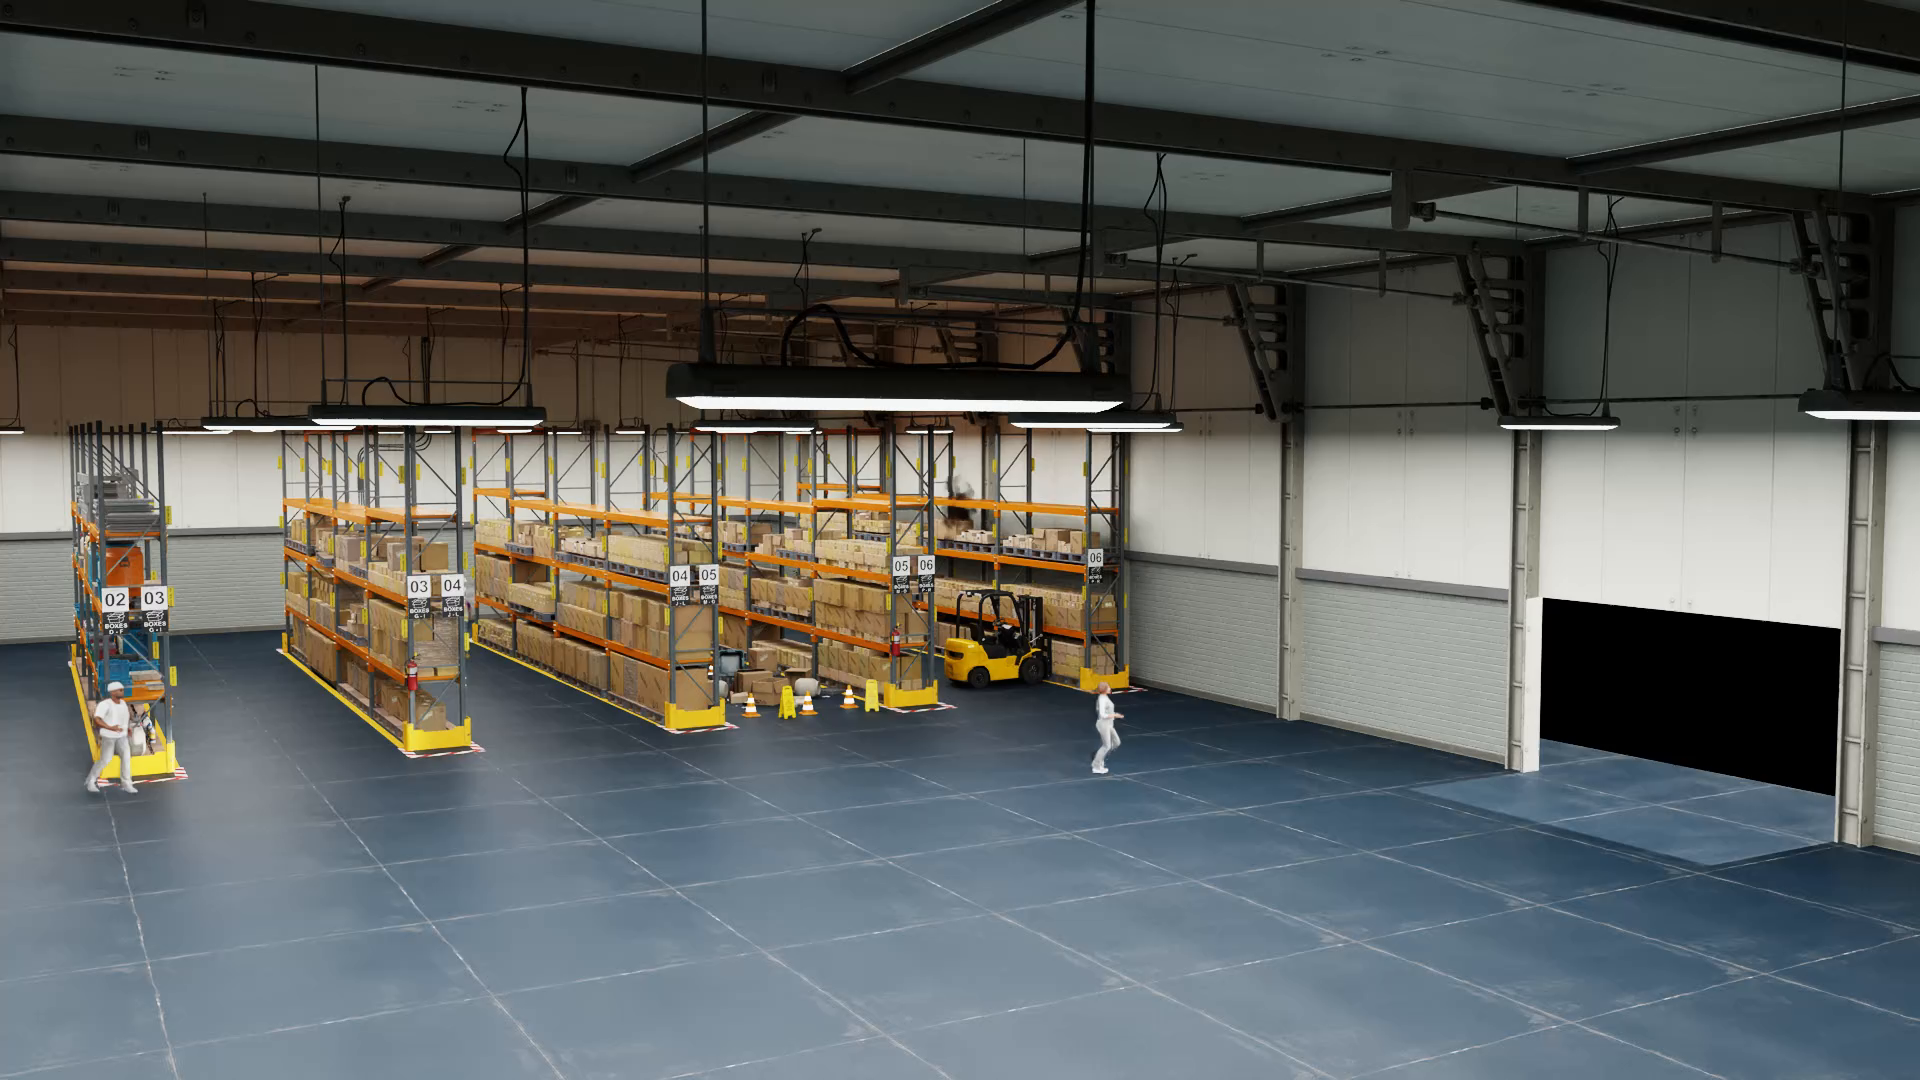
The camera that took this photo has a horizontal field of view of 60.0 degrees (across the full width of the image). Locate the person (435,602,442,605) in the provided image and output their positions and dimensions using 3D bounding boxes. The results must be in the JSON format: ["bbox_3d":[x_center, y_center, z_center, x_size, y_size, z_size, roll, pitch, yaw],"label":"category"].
[{"bbox_3d":[-14.565,2.017,46.219,0.700,1.735,0.783,0,4,8],"label":"person"}]

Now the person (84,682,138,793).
[{"bbox_3d":[-13.567,3.168,26.793,0.909,1.745,0.757,1,4,18],"label":"person"}]

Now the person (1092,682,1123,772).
[{"bbox_3d":[2.520,3.180,28.291,0.555,1.559,0.522,1,4,13],"label":"person"}]

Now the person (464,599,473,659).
[{"bbox_3d":[-12.965,2.148,43.075,0.702,1.769,0.950,-2,4,-29],"label":"person"}]
